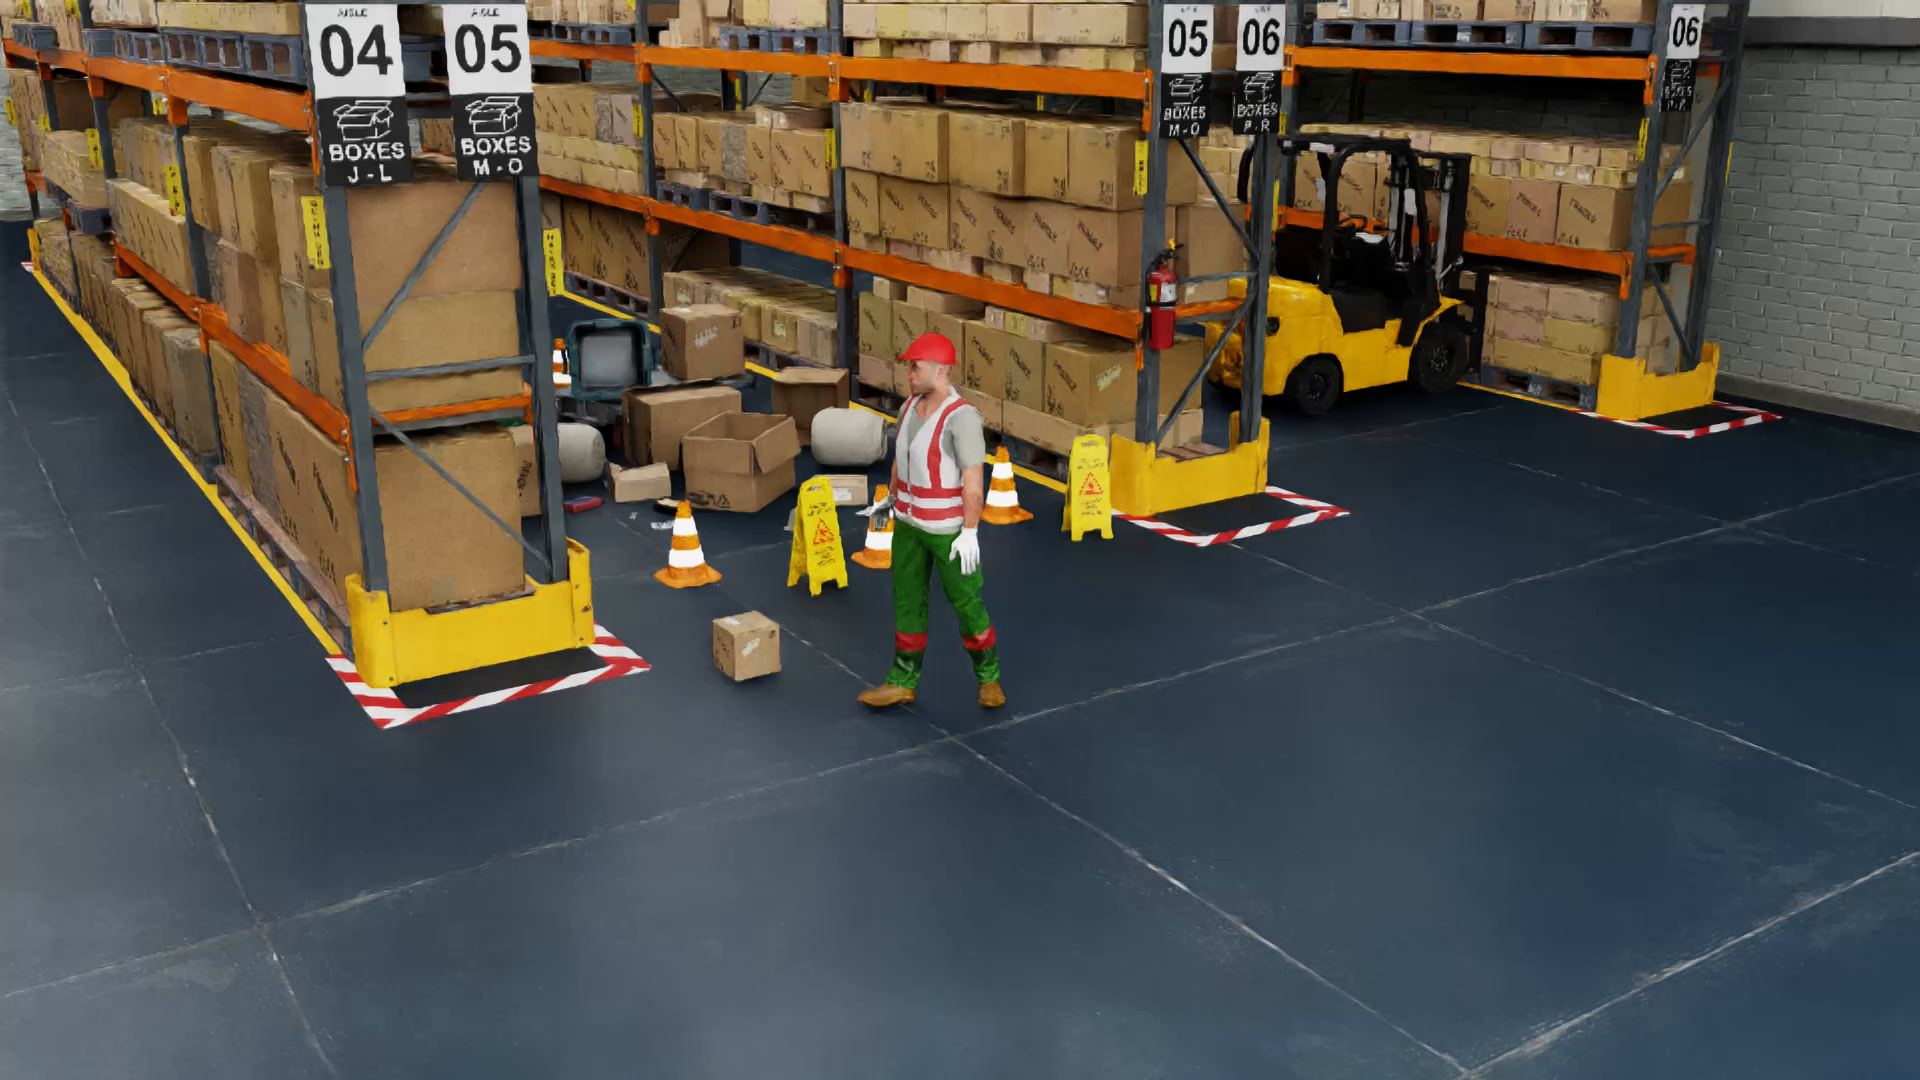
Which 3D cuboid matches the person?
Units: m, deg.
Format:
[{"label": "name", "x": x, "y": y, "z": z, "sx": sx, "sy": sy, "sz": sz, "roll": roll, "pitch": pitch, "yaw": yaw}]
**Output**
[{"label": "person", "x": -0.172, "y": -0.082, "z": 7.757, "sx": 0.634, "sy": 1.791, "sz": 0.754, "roll": -16, "pitch": 24, "yaw": -40}]
